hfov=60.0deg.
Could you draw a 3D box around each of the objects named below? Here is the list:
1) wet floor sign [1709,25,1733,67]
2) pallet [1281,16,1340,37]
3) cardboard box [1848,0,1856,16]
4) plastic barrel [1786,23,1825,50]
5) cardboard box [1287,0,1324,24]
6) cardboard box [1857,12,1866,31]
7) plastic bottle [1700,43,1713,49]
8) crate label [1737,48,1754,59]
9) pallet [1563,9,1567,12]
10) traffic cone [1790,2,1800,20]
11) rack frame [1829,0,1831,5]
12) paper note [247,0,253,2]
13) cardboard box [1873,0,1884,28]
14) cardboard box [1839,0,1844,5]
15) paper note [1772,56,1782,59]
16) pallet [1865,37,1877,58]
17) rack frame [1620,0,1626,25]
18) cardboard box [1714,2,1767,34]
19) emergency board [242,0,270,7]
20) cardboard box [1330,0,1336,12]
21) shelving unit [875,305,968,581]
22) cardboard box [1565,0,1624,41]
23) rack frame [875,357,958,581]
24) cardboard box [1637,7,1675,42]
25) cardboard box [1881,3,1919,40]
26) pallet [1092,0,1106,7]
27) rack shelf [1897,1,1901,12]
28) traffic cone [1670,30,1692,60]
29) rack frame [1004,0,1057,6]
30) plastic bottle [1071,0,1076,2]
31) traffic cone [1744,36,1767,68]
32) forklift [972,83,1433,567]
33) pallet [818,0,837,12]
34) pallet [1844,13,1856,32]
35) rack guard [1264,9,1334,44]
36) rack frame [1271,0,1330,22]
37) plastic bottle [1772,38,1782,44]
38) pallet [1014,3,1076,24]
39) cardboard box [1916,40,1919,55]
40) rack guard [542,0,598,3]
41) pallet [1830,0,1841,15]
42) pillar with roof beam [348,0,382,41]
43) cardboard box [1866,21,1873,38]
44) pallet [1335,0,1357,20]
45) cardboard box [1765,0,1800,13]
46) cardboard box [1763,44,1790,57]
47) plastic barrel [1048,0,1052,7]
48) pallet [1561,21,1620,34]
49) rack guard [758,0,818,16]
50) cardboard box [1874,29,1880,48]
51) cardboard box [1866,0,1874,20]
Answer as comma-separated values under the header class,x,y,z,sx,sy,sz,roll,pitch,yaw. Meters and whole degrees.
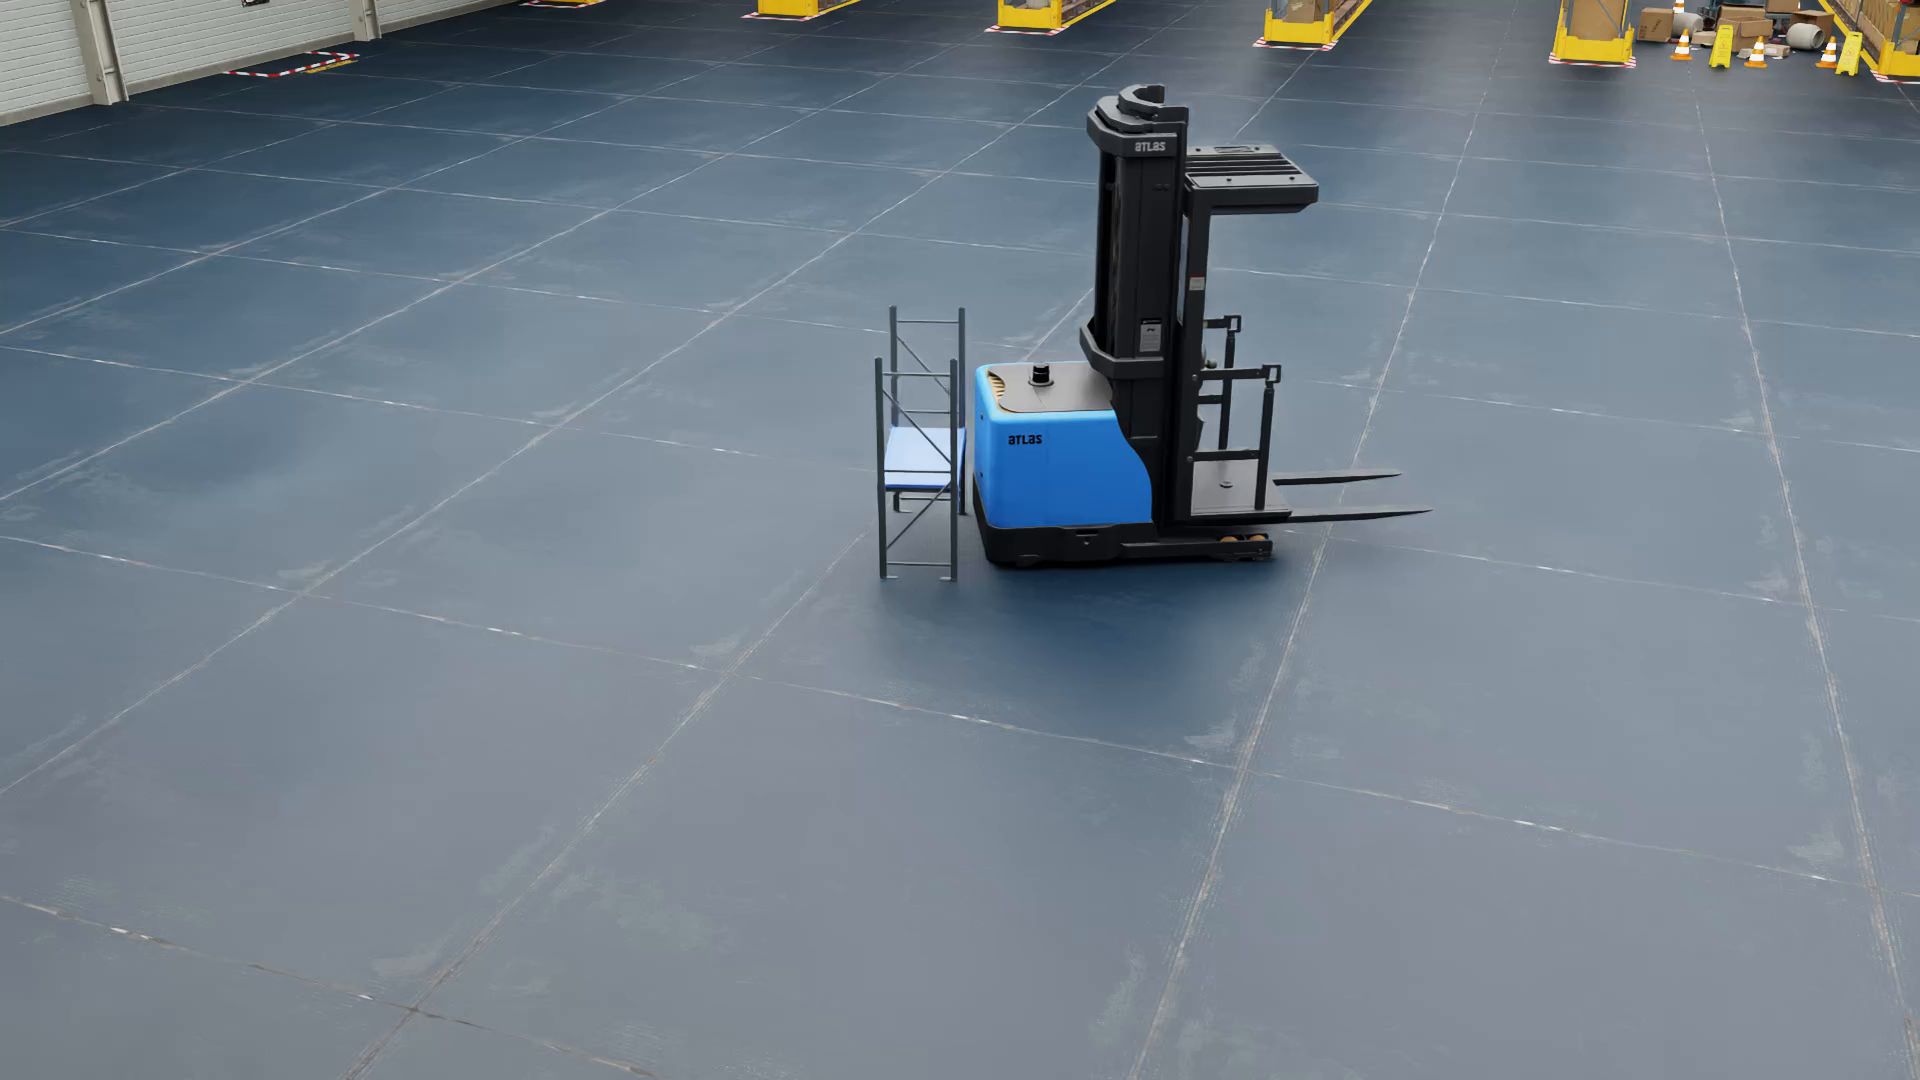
class,x,y,z,sx,sy,sz,roll,pitch,yaw
wet floor sign,12.490,-8.097,27.233,0.267,0.644,0.232,4,26,8
pallet,6.317,-9.322,30.260,1.003,0.211,1.213,9,27,17
cardboard box,17.073,-9.941,30.874,0.950,0.372,0.625,11,28,21
plastic barrel,14.593,-8.688,28.709,0.421,0.421,0.512,-14,29,-27
cardboard box,6.212,-9.535,29.887,0.500,0.500,0.500,14,29,27
cardboard box,16.214,-9.171,29.424,0.500,0.250,0.500,7,27,15
plastic bottle,12.998,-8.617,28.977,0.133,0.061,0.283,0,26,-1
crate label,13.303,-8.208,28.046,0.250,0.136,0.298,-5,26,-9
pallet,12.149,-10.173,32.018,1.003,0.211,1.213,9,27,17
traffic cone,15.757,-9.994,31.360,0.336,0.463,0.334,9,27,17
rack frame,17.996,-12.067,32.731,1.000,3.000,0.127,9,27,17
paper note,-11.586,-8.850,27.097,0.016,0.148,0.142,9,27,17
cardboard box,15.699,-8.857,27.913,0.500,0.500,0.500,8,27,16
cardboard box,17.560,-10.538,32.107,0.950,0.372,0.625,8,27,16
paper note,13.771,-8.120,27.986,0.148,0.019,0.142,0,26,-1
pallet,16.070,-8.384,28.324,1.003,0.211,1.213,9,27,17
rack frame,11.963,-11.100,30.733,1.000,3.000,0.127,9,27,17
cardboard box,13.834,-9.191,29.501,0.797,0.637,0.503,9,27,17
emergency board,-11.483,-9.308,27.032,0.157,1.169,0.626,9,27,17
cardboard box,6.833,-10.263,31.391,0.500,0.500,0.500,6,27,13
shelving unit,-0.241,-0.647,10.865,0.538,1.500,1.048,1,26,3
cardboard box,10.795,-8.977,28.305,0.875,0.875,0.875,9,27,18
rack frame,-0.266,-0.426,10.408,0.500,1.500,0.032,1,26,3
cardboard box,12.414,-9.189,29.652,0.500,0.500,0.500,14,29,26
cardboard box,15.354,-8.436,27.043,0.500,0.500,0.500,9,27,18
pallet,2.386,-11.054,33.838,1.003,0.211,1.213,9,27,17
rack shelf,15.999,-9.278,27.795,1.077,0.370,4.000,9,27,17
traffic cone,12.148,-8.326,27.916,0.336,0.463,0.334,9,27,17
rack frame,1.318,-10.935,30.392,1.000,3.000,0.127,9,27,17
plastic bottle,2.215,-10.605,32.337,0.097,0.271,0.097,0,26,0
traffic cone,13.100,-8.023,27.289,0.336,0.463,0.334,9,27,17
forklift,1.637,-1.400,10.778,3.031,2.935,1.130,-3,26,-5
pallet,-3.137,-10.720,33.148,1.003,0.211,1.213,9,27,17
pallet,16.922,-9.488,30.605,1.003,0.211,1.213,9,27,17
rack guard,6.014,-9.123,29.518,1.175,0.500,0.348,9,27,17
rack frame,5.988,-10.217,28.909,1.000,3.000,0.127,9,27,17
plastic bottle,14.467,-8.842,29.443,0.133,0.061,0.283,14,29,26
pallet,1.574,-10.051,31.767,1.003,0.211,1.213,9,27,17
cardboard box,15.863,-8.022,27.050,0.500,0.250,0.500,9,27,17
rack guard,-7.999,-11.278,33.969,1.175,0.500,0.348,9,27,17
pallet,17.734,-10.491,32.676,1.003,0.211,1.213,9,27,17
pillar with roof beam,-6.544,-12.395,26.524,9.100,9.000,0.400,9,27,17
cardboard box,15.873,-8.732,28.516,0.500,0.250,0.500,8,27,17
pallet,7.129,-10.324,32.331,1.003,0.211,1.213,9,27,17
cardboard box,14.976,-9.885,30.223,0.500,0.500,0.500,9,27,17
cardboard box,13.865,-8.328,28.279,0.250,0.149,0.380,-20,33,-36
plastic barrel,1.631,-10.492,31.850,0.421,0.512,0.421,0,26,0
pallet,11.232,-9.040,29.679,1.003,0.211,1.213,9,27,17
rack guard,-3.360,-10.520,32.404,1.175,0.500,0.348,9,27,17
cardboard box,15.529,-8.314,27.652,0.500,0.250,0.500,9,27,18
cardboard box,16.047,-9.287,28.802,0.500,0.500,0.500,10,28,20
